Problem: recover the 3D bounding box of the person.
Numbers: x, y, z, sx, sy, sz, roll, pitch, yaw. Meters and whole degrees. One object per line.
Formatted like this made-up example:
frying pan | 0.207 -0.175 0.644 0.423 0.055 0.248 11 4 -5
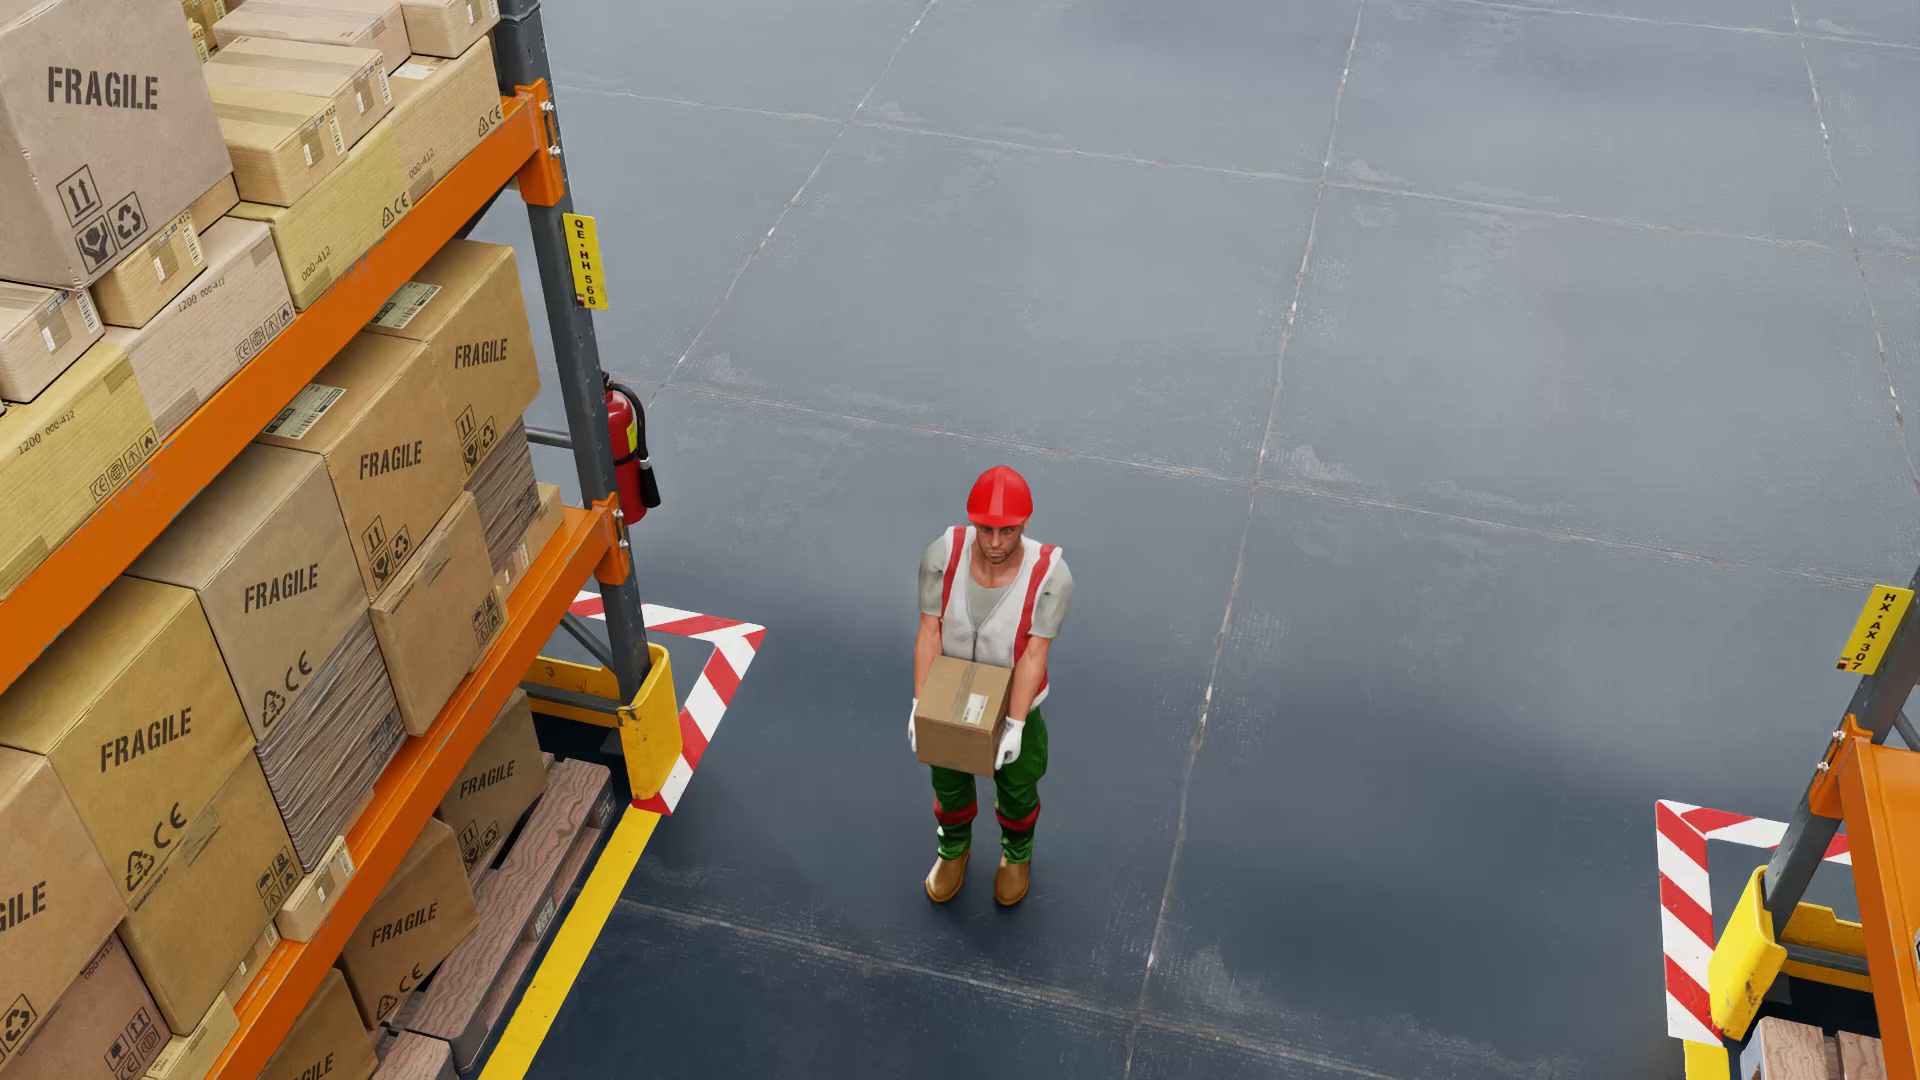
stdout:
person | 0.065 0.568 5.479 0.473 1.784 0.554 10 42 12
